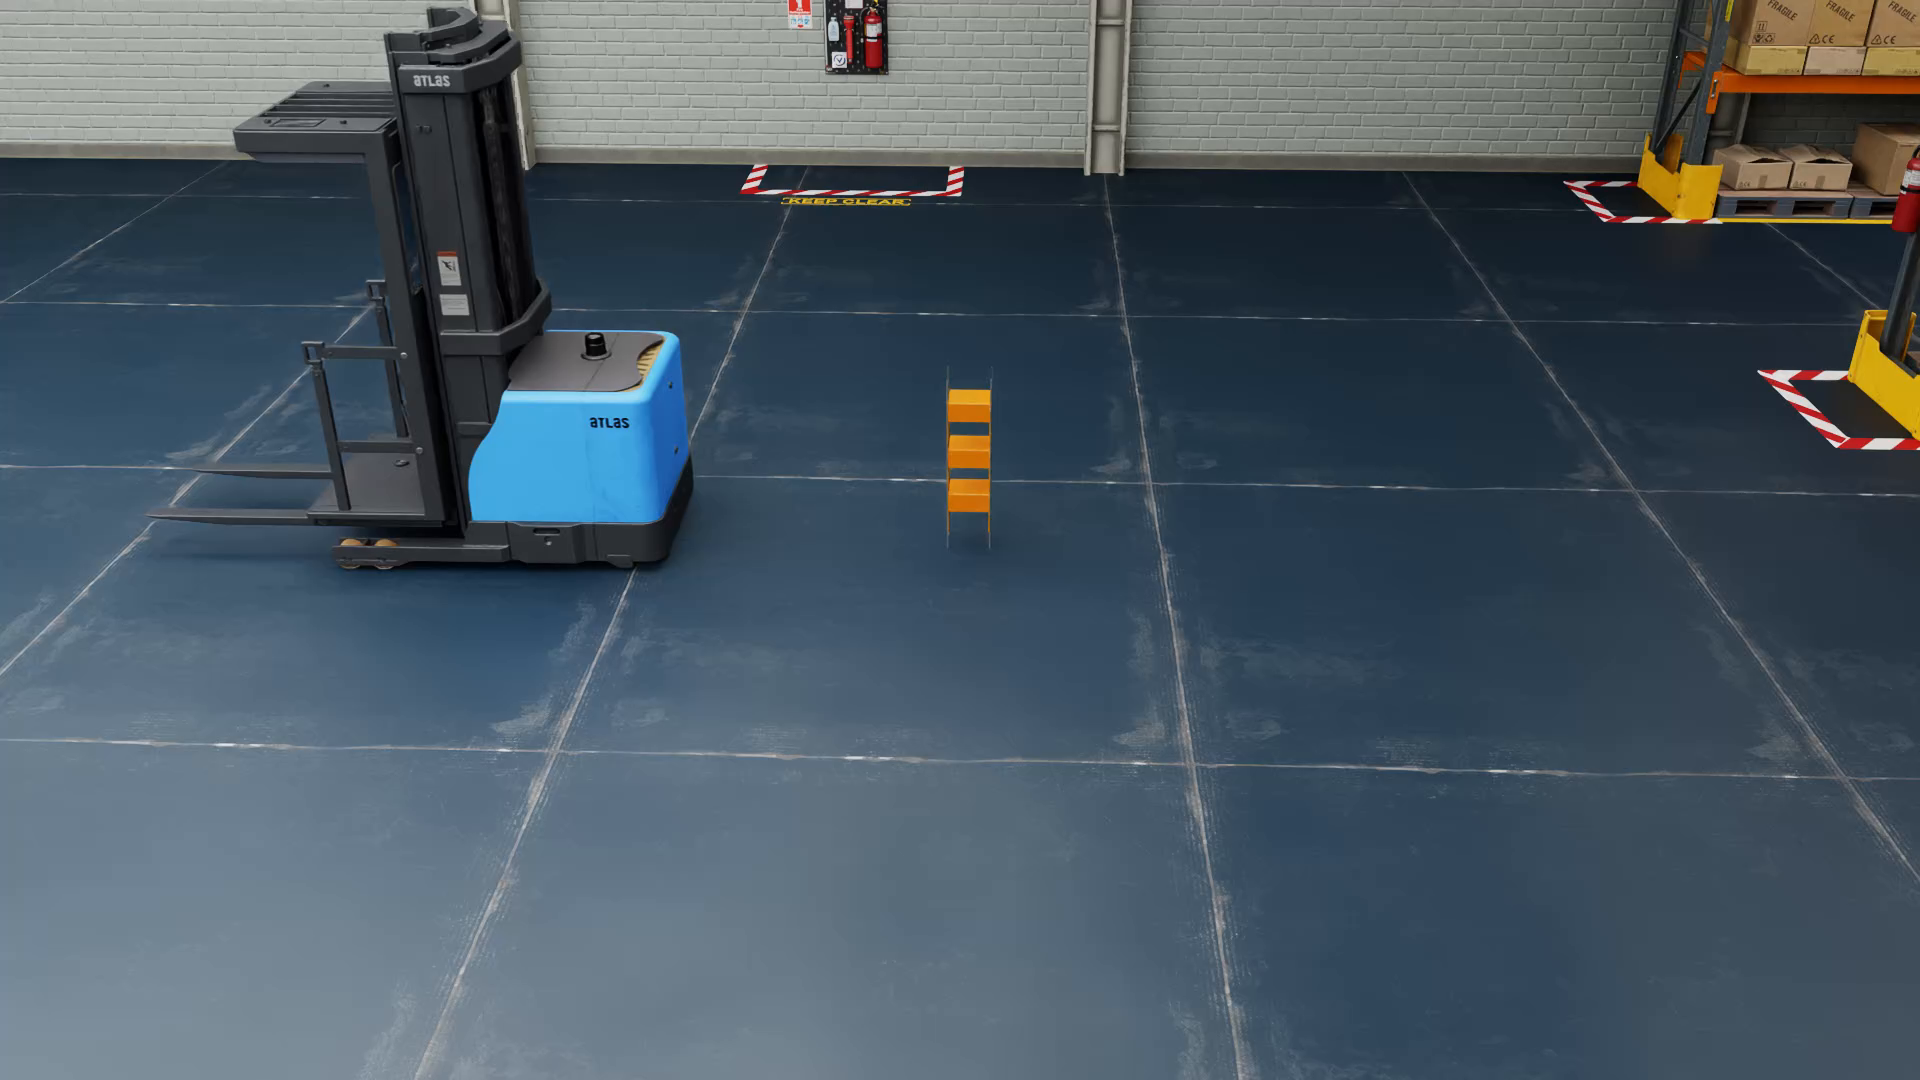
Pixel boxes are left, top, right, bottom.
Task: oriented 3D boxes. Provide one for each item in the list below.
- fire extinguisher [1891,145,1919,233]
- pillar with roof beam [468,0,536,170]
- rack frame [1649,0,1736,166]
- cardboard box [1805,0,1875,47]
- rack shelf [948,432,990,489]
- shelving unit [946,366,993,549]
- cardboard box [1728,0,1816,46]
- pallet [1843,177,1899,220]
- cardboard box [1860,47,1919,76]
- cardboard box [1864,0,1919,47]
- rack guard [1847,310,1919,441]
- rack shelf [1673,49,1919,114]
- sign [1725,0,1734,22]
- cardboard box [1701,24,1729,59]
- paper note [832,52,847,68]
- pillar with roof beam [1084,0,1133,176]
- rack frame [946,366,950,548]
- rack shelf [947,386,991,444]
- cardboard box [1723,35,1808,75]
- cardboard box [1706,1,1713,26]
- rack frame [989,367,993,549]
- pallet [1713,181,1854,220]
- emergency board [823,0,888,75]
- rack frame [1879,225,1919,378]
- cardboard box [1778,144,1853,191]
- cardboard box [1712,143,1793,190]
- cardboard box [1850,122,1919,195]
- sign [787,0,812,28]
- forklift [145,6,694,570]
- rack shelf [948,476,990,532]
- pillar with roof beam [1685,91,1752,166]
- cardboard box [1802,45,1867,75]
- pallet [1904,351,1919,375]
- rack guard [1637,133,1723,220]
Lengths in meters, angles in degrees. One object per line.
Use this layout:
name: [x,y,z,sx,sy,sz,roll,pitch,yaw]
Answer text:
fire extinguisher: [6.443,-2.417,11.190,0.183,0.674,0.296,1,28,2]
pillar with roof beam: [-4.698,-5.778,11.042,0.400,9.000,9.100,1,28,2]
rack frame: [6.716,-4.551,15.132,0.127,3.000,1.000,1,28,2]
cardboard box: [7.676,-4.663,14.682,0.500,0.500,0.500,1,28,2]
rack shelf: [0.053,-0.454,9.507,0.240,0.259,0.215,1,28,2]
shelving unit: [0.053,-0.463,9.502,0.252,1.050,0.215,1,28,2]
cardboard box: [7.182,-4.676,14.706,0.500,0.500,0.500,1,28,2]
pallet: [8.819,-3.266,15.686,1.213,0.211,1.003,1,28,2]
cardboard box: [8.221,-4.323,14.842,0.500,0.250,0.500,1,28,1]
cardboard box: [8.192,-4.652,14.661,0.500,0.500,0.500,0,28,0]
rack guard: [6.521,-1.128,11.344,0.348,0.500,1.175,1,28,2]
rack shelf: [8.715,-4.200,15.238,4.000,0.370,1.077,1,28,2]
sign: [6.697,-4.679,14.450,0.005,0.325,0.100,1,28,2]
cardboard box: [7.190,-4.576,15.319,0.500,0.250,0.500,1,28,3]
paper note: [-1.193,-4.748,16.445,0.142,0.148,0.016,1,28,2]
pillar with roof beam: [1.298,-5.679,10.855,0.400,9.000,9.100,1,28,2]
rack frame: [-0.068,-0.465,9.506,0.008,1.050,0.200,1,28,2]
rack shelf: [0.053,-0.704,9.374,0.240,0.259,0.215,1,28,2]
cardboard box: [7.192,-4.337,14.867,0.500,0.250,0.500,0,28,0]
cardboard box: [7.195,-4.916,15.160,0.500,0.500,0.500,1,28,1]
rack frame: [0.175,-0.461,9.499,0.008,1.050,0.200,1,28,2]
pallet: [7.603,-3.287,15.726,1.213,0.211,1.003,1,28,2]
emergency board: [-1.018,-5.102,16.172,0.643,1.169,0.194,1,28,2]
rack frame: [6.545,-2.232,10.758,0.127,3.000,1.000,1,28,2]
cardboard box: [7.974,-3.494,15.540,0.500,0.311,0.500,3,28,6]
cardboard box: [7.404,-3.504,15.558,0.500,0.311,0.500,-2,28,-4]
cardboard box: [8.705,-3.542,15.429,0.500,0.500,0.700,-1,28,-1]
sign: [-1.567,-5.175,16.272,0.234,0.329,0.001,1,28,2]
forklift: [-3.159,-1.374,9.213,3.031,2.935,1.130,1,28,2]
rack shelf: [0.053,-0.208,9.638,0.240,0.259,0.215,1,28,2]
pillar with roof beam: [7.294,-5.580,10.668,0.400,9.000,9.100,1,28,2]
cardboard box: [7.712,-4.335,14.863,0.500,0.250,0.500,0,28,0]
pallet: [7.311,-1.007,11.424,1.213,0.211,1.003,1,28,2]
rack guard: [6.792,-3.445,15.715,0.348,0.500,1.175,1,28,2]
